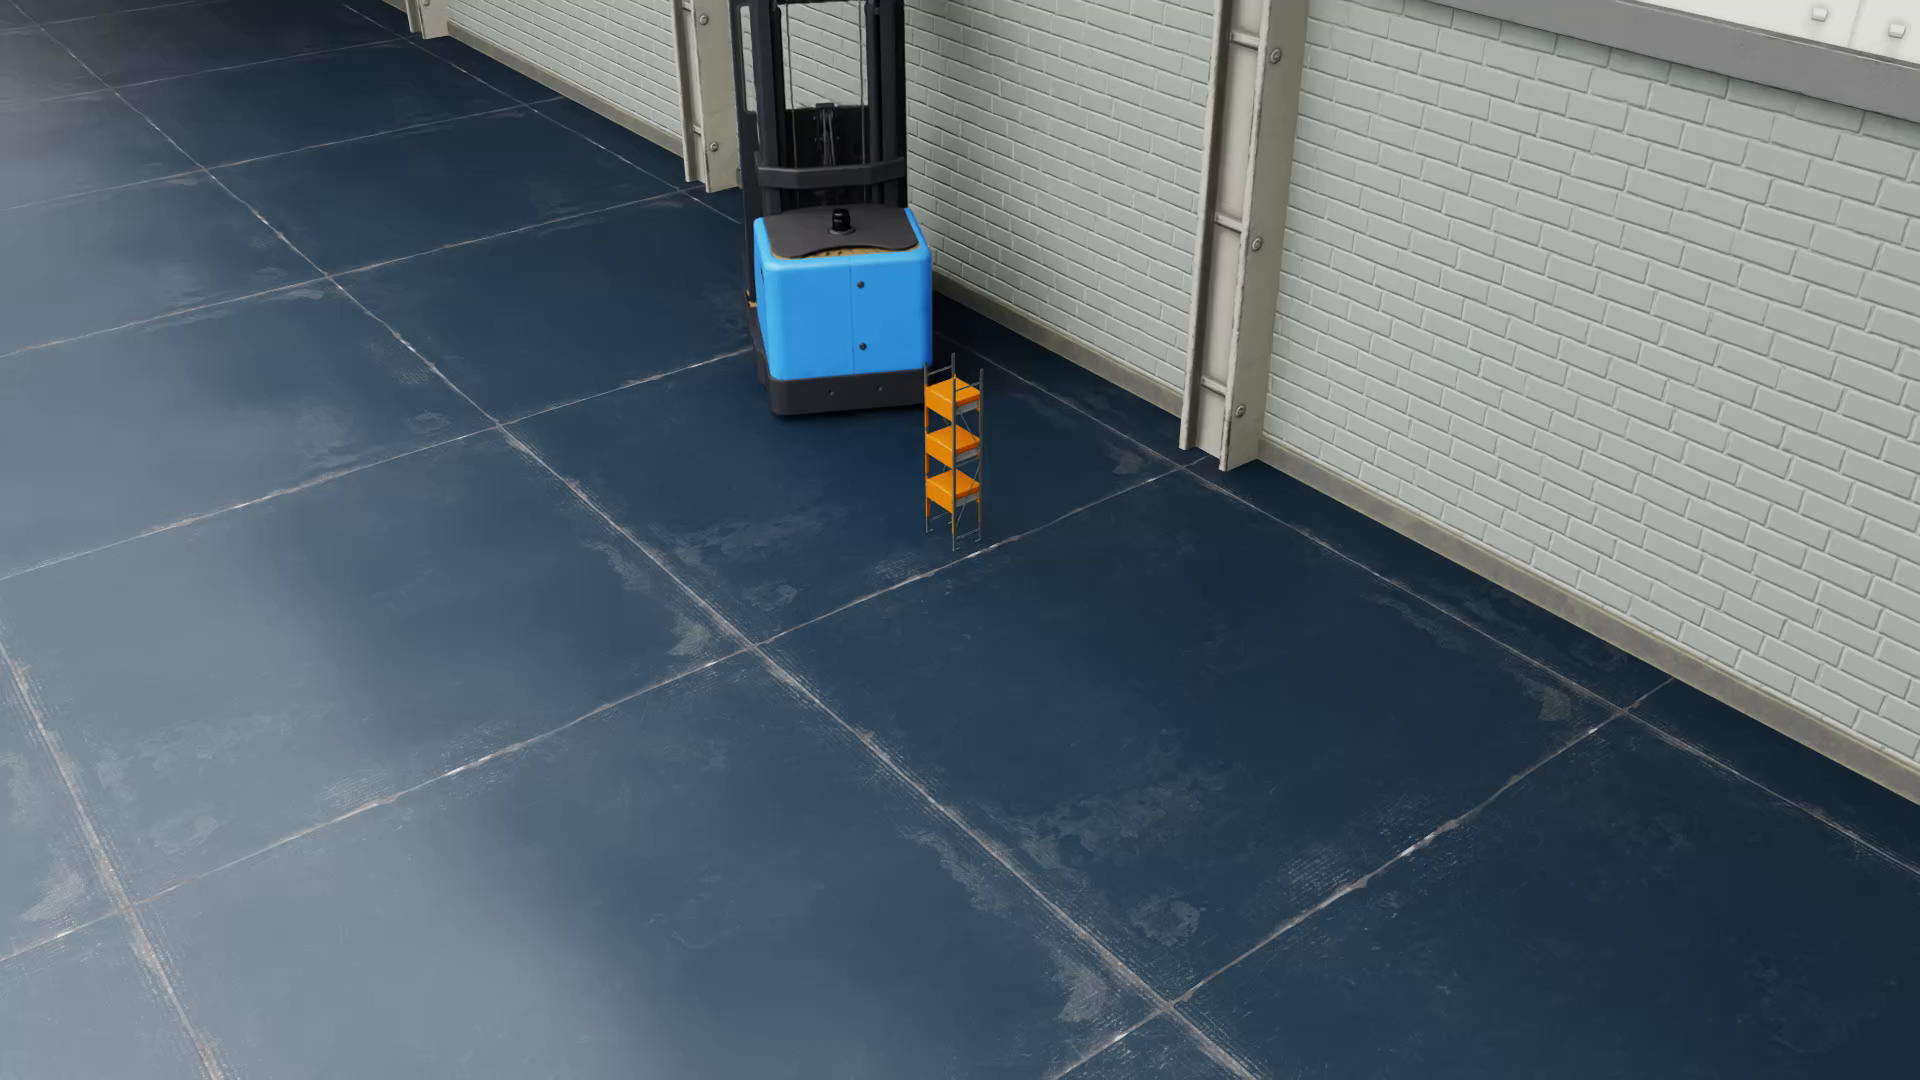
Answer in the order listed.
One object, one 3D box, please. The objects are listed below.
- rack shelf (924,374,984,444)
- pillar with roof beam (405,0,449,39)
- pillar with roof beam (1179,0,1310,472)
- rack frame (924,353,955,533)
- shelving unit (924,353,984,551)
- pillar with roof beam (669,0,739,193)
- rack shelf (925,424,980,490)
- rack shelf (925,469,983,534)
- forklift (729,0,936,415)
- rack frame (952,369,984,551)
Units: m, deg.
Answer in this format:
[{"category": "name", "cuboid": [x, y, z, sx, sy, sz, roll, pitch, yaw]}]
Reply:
[{"category": "rack shelf", "cuboid": [-0.033, -0.700, 8.865, 0.215, 0.259, 0.240, -22, 38, -31]}, {"category": "pillar with roof beam", "cuboid": [-9.181, -7.969, 13.551, 9.100, 9.000, 0.400, -22, 38, -31]}, {"category": "pillar with roof beam", "cuboid": [-1.823, -2.968, 5.499, 9.100, 9.000, 0.400, -22, 38, -31]}, {"category": "rack frame", "cuboid": [-0.108, -0.519, 9.091, 0.200, 1.050, 0.008, -22, 38, -31]}, {"category": "shelving unit", "cuboid": [-0.033, -0.468, 9.009, 0.215, 1.050, 0.252, -22, 38, -31]}, {"category": "pillar with roof beam", "cuboid": [-5.502, -5.468, 9.525, 9.100, 9.000, 0.400, -22, 38, -31]}, {"category": "rack shelf", "cuboid": [-0.033, -0.459, 9.014, 0.215, 0.259, 0.240, -22, 38, -31]}, {"category": "rack shelf", "cuboid": [-0.033, -0.223, 9.161, 0.215, 0.259, 0.240, -22, 38, -31]}, {"category": "forklift", "cuboid": [-0.936, -2.787, 10.959, 1.130, 2.935, 3.031, -6, 32, -9]}, {"category": "rack frame", "cuboid": [0.042, -0.417, 8.927, 0.200, 1.050, 0.008, -22, 38, -31]}]
